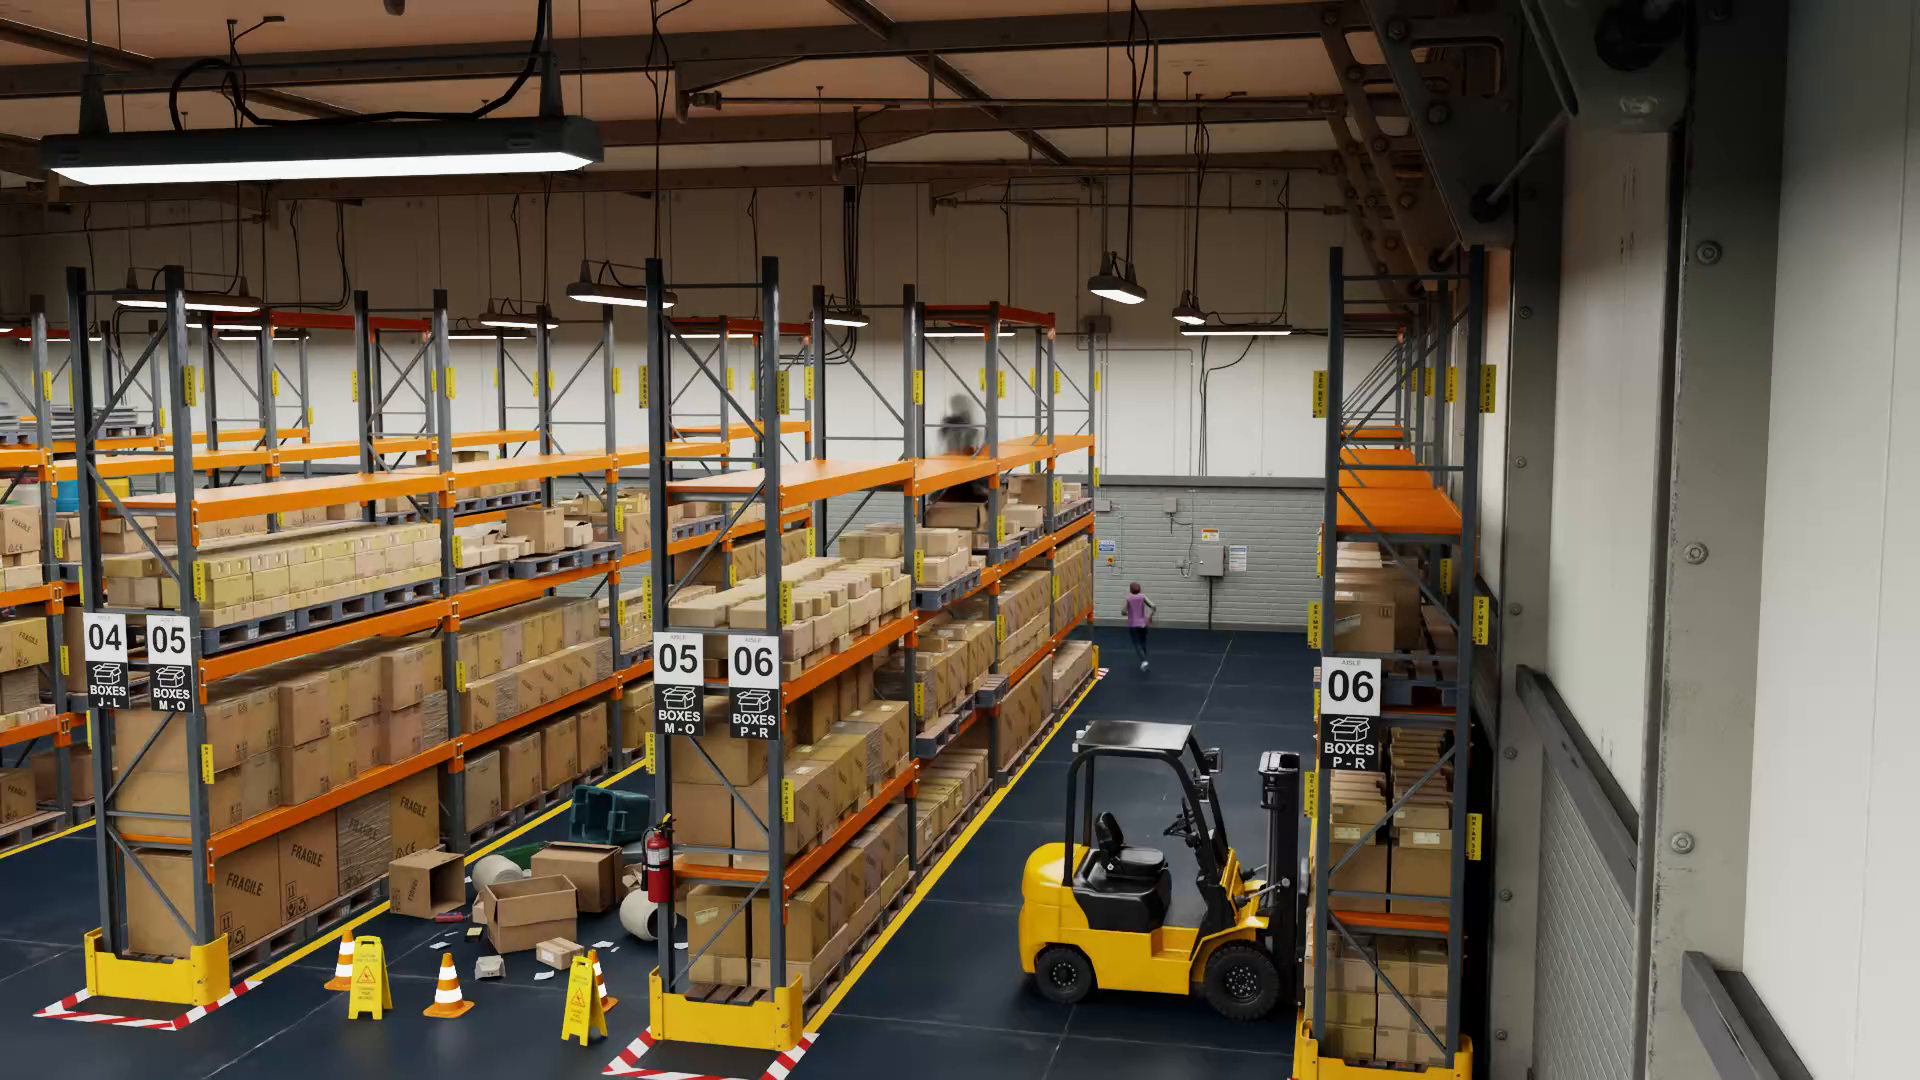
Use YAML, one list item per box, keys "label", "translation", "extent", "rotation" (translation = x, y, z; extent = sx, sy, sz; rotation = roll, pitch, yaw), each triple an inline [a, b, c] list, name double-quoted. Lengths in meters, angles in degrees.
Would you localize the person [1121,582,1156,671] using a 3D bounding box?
- label: "person"
  translation: [3.040, 1.514, 28.481]
  extent: [0.576, 1.582, 0.828]
  rotation: [-1, 6, -9]
